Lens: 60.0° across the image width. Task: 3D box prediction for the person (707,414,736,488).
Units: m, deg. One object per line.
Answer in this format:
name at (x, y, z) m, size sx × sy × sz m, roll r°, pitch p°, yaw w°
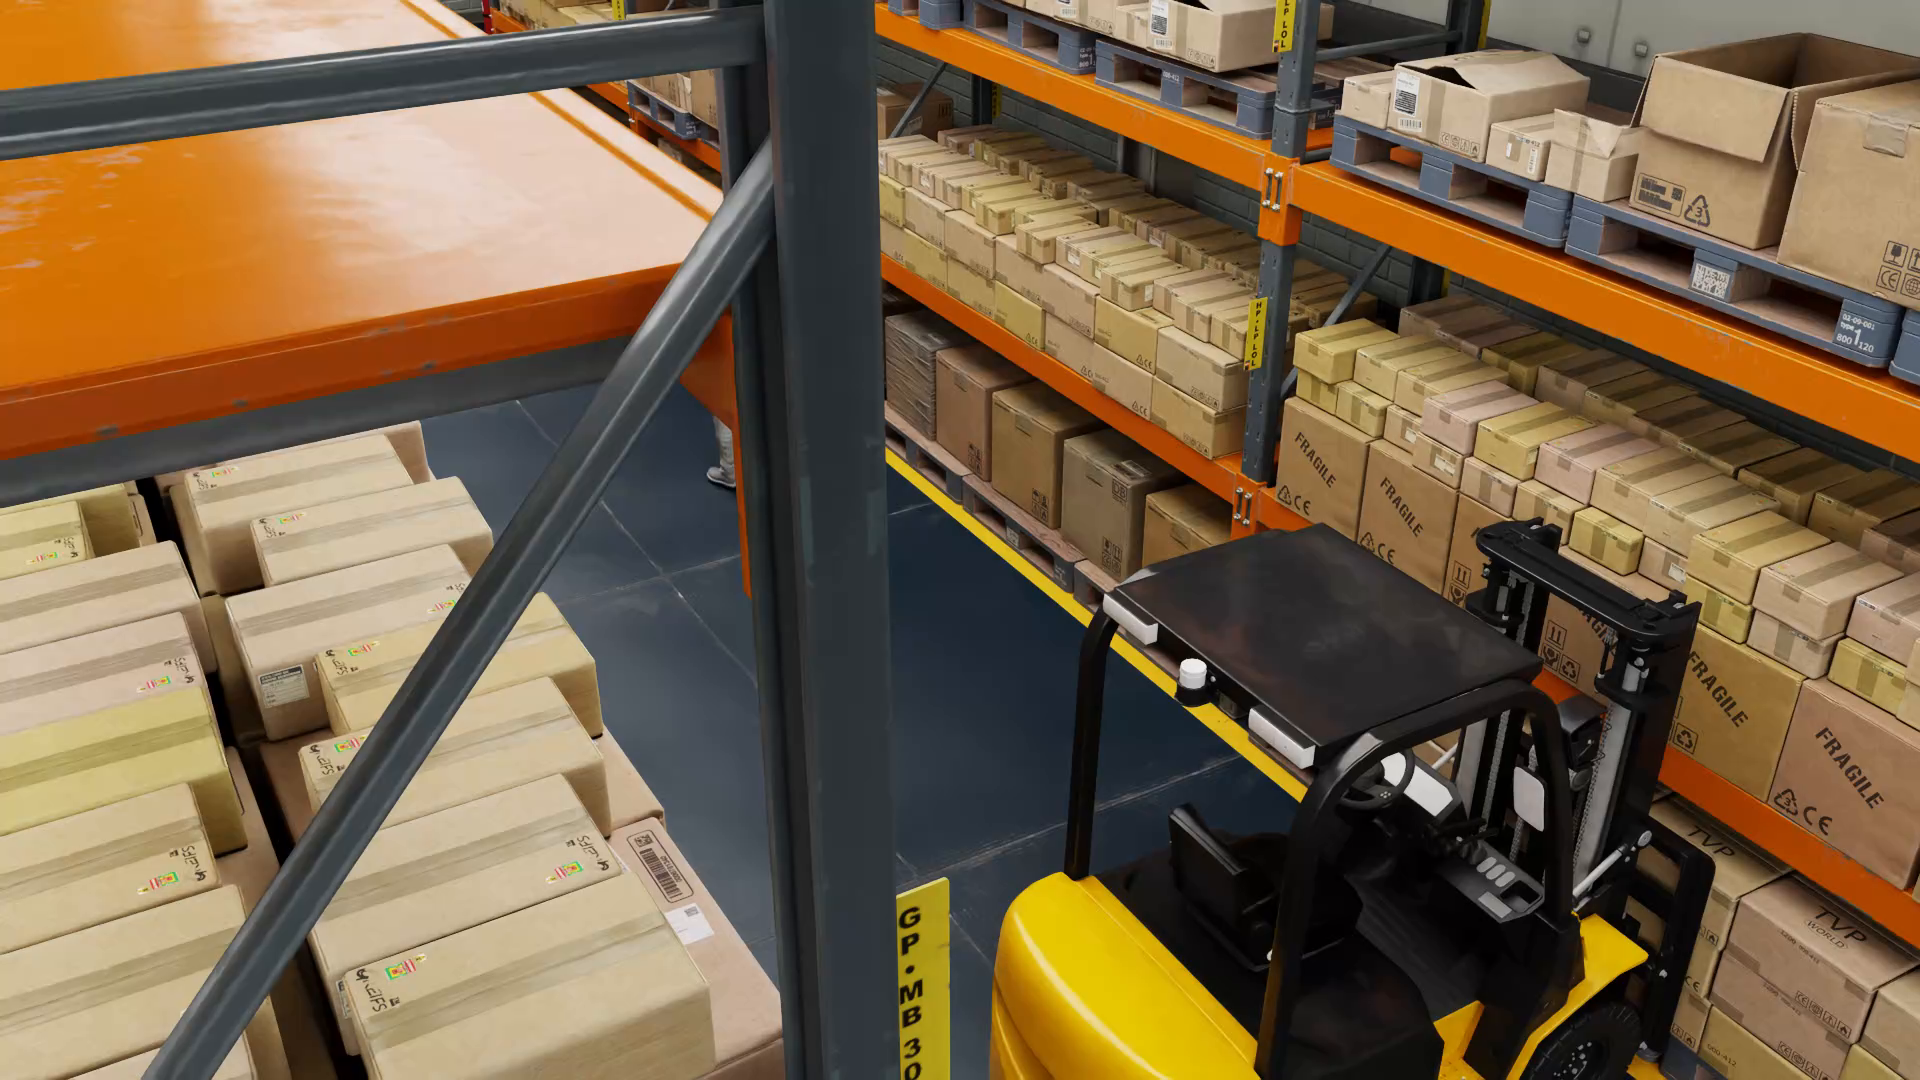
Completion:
person at (-1.361, -1.127, 10.117) m, size 0.472 × 1.667 × 0.383 m, roll -21°, pitch 35°, yaw -32°
